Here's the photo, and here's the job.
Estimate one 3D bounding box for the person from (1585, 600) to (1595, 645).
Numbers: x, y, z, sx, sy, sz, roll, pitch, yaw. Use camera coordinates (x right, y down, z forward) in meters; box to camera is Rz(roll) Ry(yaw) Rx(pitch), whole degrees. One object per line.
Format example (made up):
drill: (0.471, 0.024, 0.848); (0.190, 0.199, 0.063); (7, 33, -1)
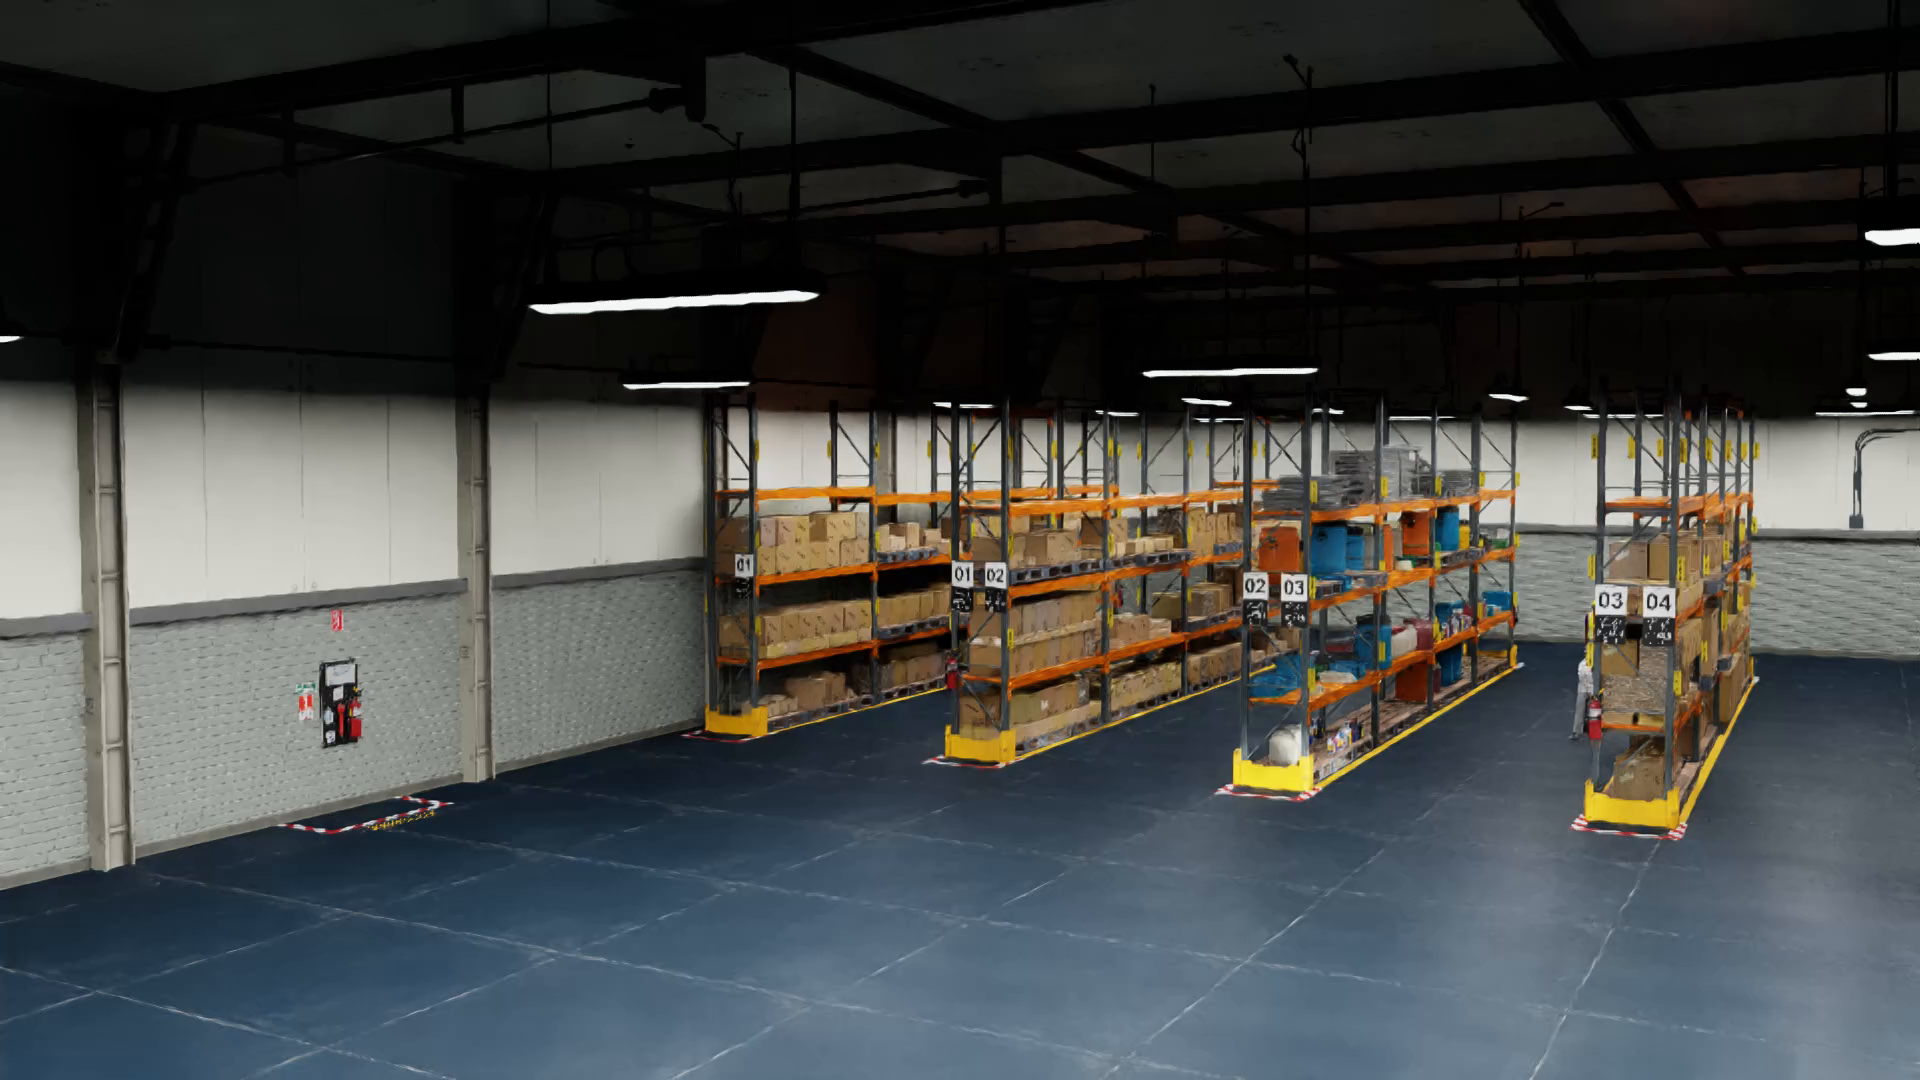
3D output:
person: (14.045, 2.168, 36.617); (0.589, 1.716, 1.043); (2, 3, 28)

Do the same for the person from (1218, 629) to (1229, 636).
person: (6.727, 1.870, 42.137); (0.381, 1.680, 0.595); (1, 3, 24)

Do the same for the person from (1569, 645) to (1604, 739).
person: (10.907, 2.619, 28.793); (0.443, 1.623, 1.000); (2, 4, 38)
